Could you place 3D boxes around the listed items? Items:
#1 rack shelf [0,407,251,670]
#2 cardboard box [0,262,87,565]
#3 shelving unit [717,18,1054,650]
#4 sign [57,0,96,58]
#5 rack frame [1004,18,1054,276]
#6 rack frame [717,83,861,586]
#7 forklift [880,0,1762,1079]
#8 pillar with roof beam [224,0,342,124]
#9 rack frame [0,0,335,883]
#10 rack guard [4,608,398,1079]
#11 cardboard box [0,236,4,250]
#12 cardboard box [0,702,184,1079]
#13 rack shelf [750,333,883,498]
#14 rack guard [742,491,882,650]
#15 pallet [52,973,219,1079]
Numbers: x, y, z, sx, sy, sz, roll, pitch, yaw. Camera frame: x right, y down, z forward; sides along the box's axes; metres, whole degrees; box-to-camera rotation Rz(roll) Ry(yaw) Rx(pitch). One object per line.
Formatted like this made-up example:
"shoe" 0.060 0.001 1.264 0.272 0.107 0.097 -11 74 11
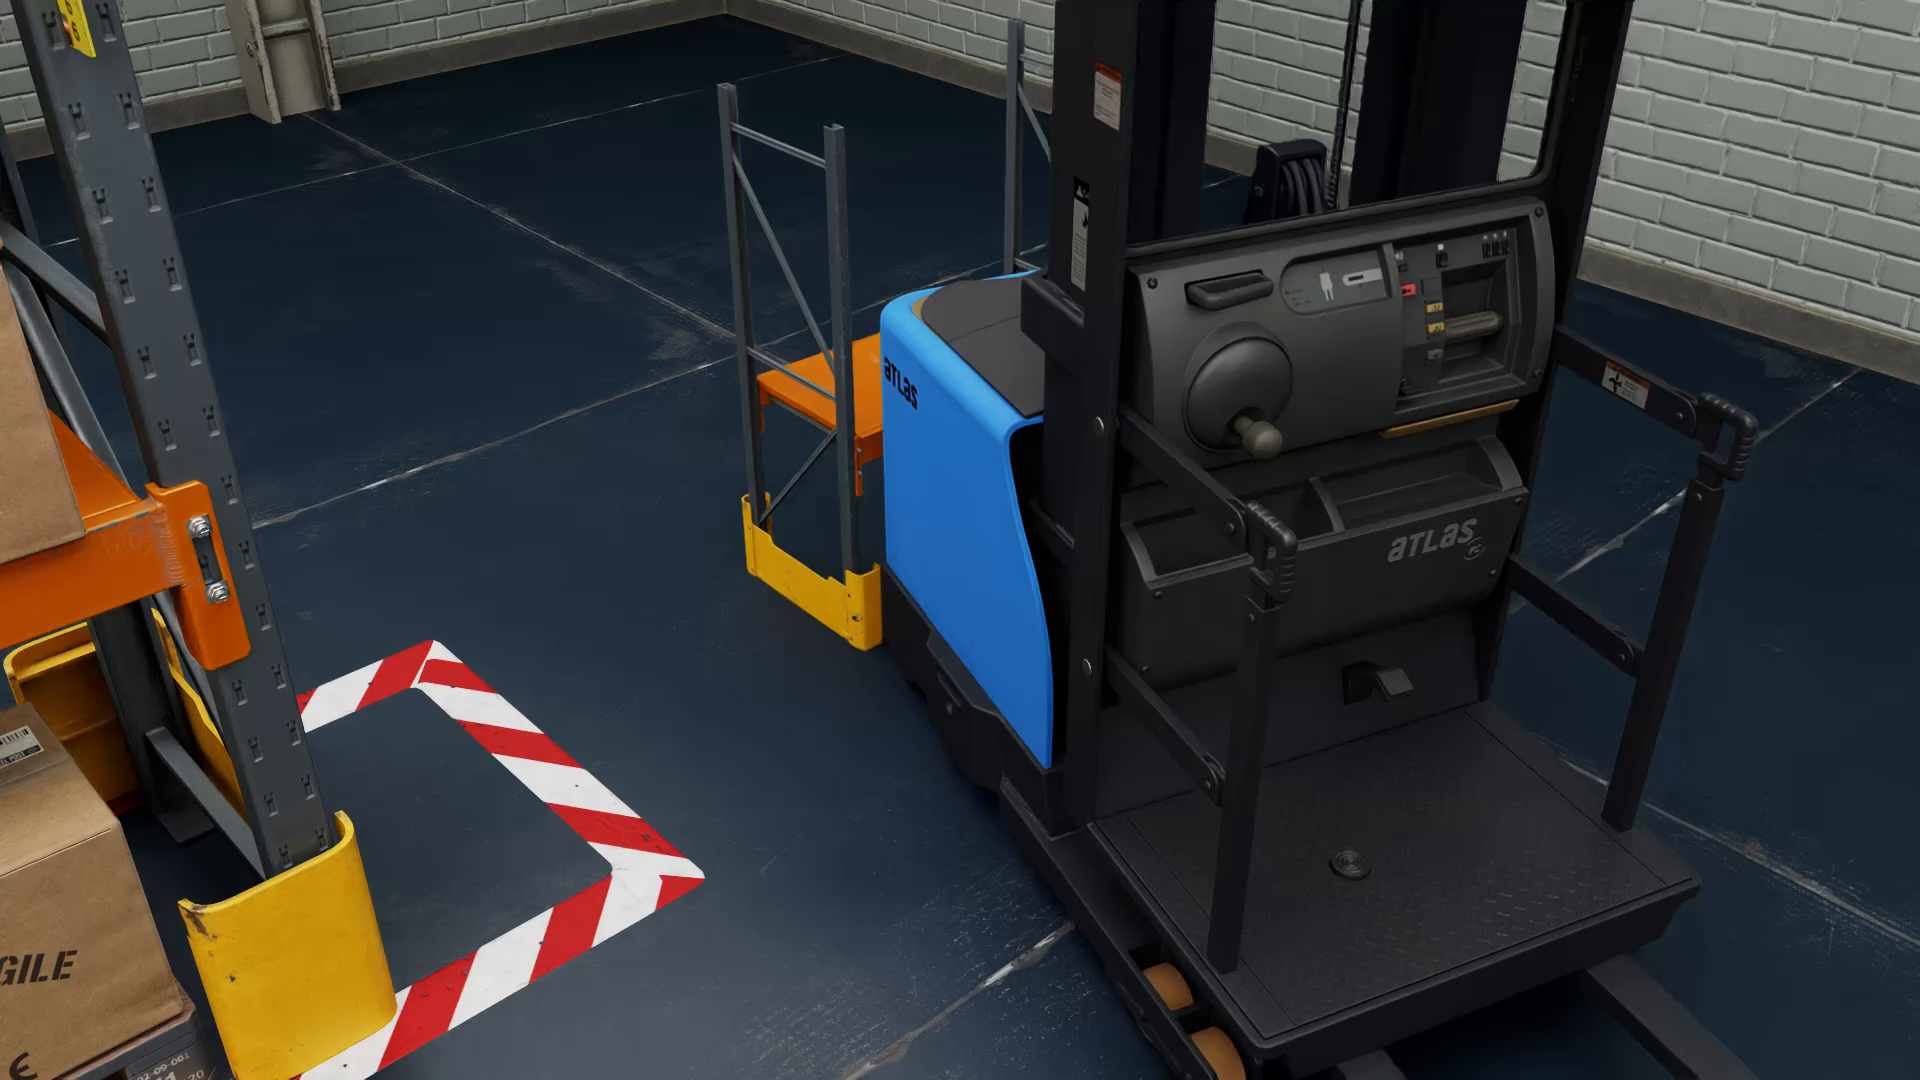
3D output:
"rack shelf" -3.122 0.567 2.137 4.000 0.370 1.077 -26 40 -35
"cardboard box" -1.799 -0.229 2.653 0.500 0.500 0.500 -24 39 -34
"shelving unit" -0.062 -0.621 4.829 1.083 1.500 0.587 -24 39 -34
"sign" -1.293 -0.859 2.366 0.005 0.325 0.100 -26 40 -35
"rack frame" 0.315 -0.792 5.108 0.032 1.500 0.500 -24 39 -34
"rack frame" -0.453 -0.444 4.539 0.032 1.500 0.500 -24 39 -34
"forklift" 0.847 -0.355 3.021 1.130 2.935 3.031 -13 34 -21
"pillar with roof beam" -0.707 -4.544 4.055 0.400 9.000 9.100 -26 40 -35
"rack frame" -1.655 -0.449 3.109 0.127 3.000 1.000 -26 40 -35
"rack guard" -1.711 0.644 3.717 0.348 0.500 1.175 -26 40 -35
"cardboard box" -1.795 -0.655 2.392 0.500 0.500 0.500 -26 40 -36
"cardboard box" -1.887 0.717 3.177 0.500 0.500 0.500 -26 40 -35
"rack shelf" -0.069 -0.465 4.917 1.000 0.185 0.538 -24 39 -34
"rack guard" -0.438 0.082 4.876 0.087 0.250 0.587 -24 39 -34
"pallet" -2.295 1.051 3.330 1.213 0.211 1.003 -26 40 -35
